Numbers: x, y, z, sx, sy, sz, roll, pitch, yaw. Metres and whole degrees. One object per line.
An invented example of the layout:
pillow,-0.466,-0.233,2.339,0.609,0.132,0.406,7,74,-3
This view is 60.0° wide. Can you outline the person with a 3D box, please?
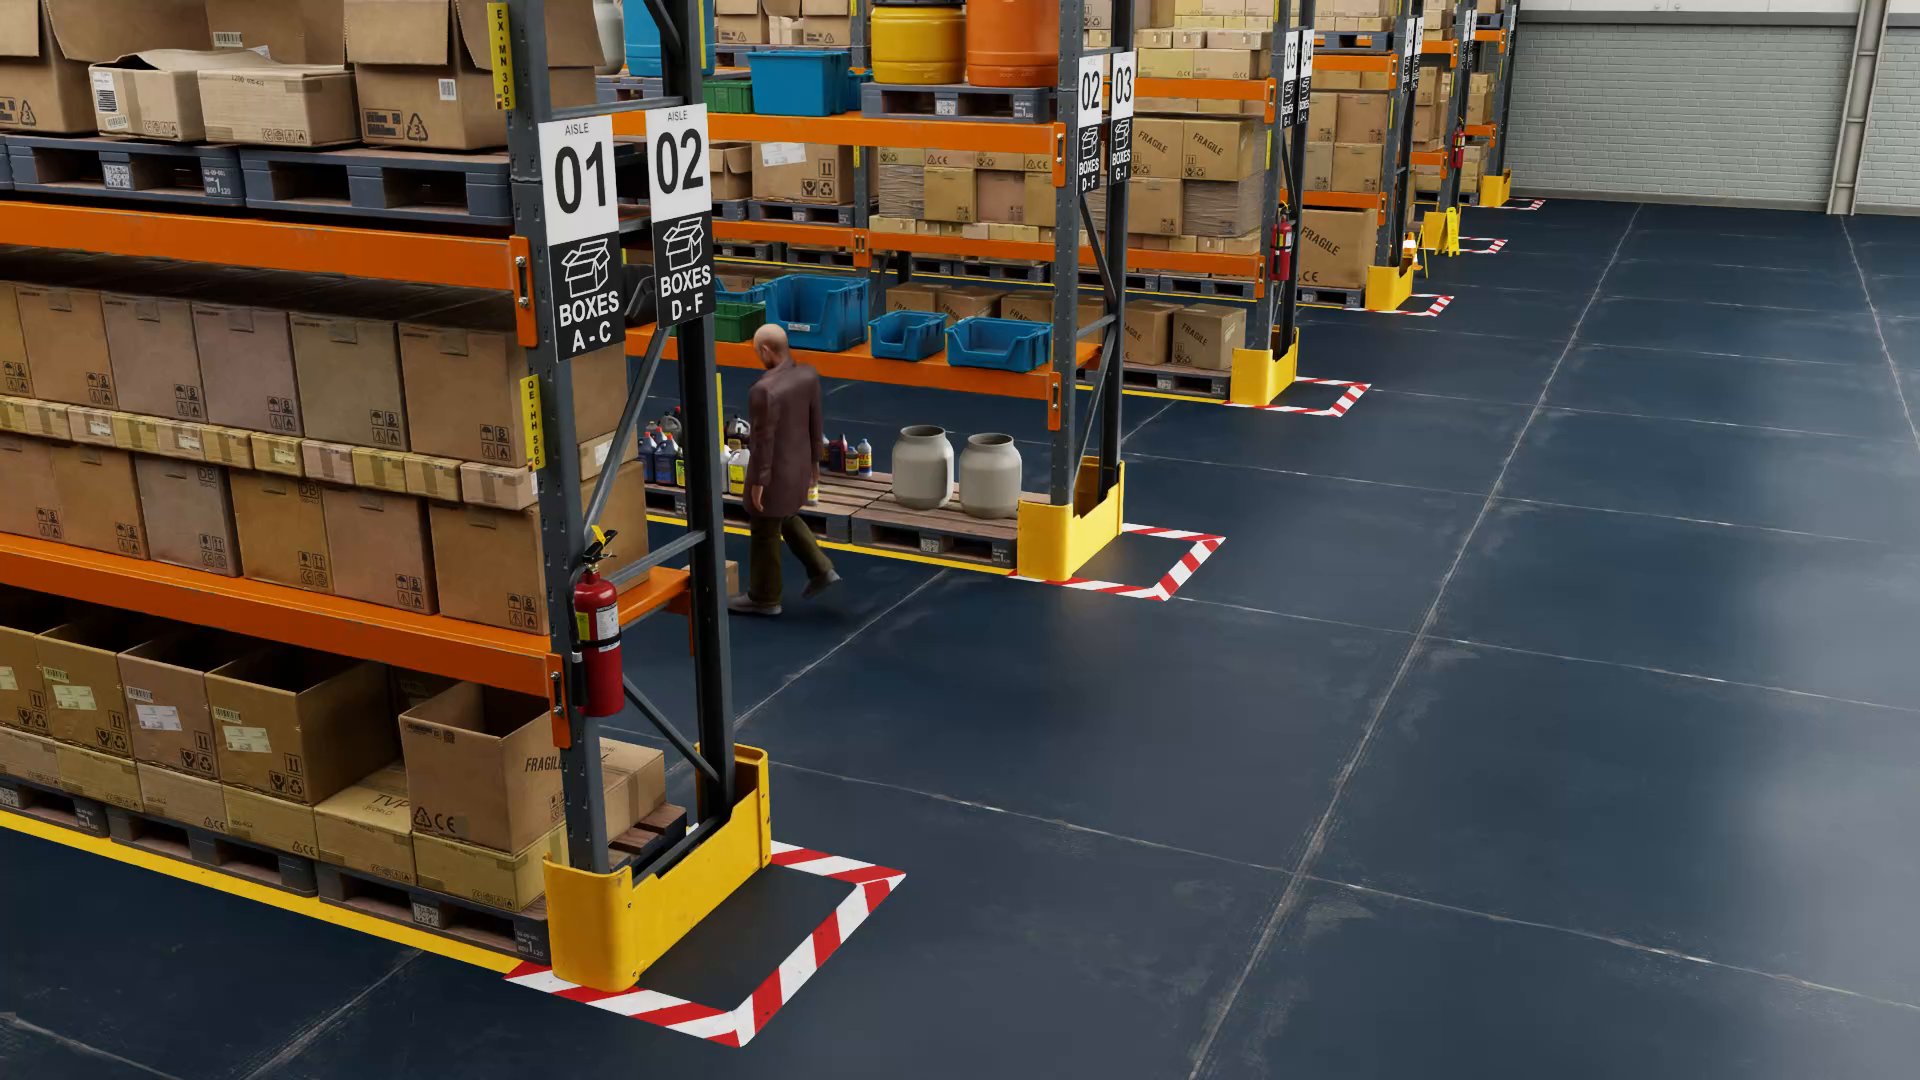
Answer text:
person,-1.080,-0.405,9.726,0.686,1.766,0.613,11,21,29
